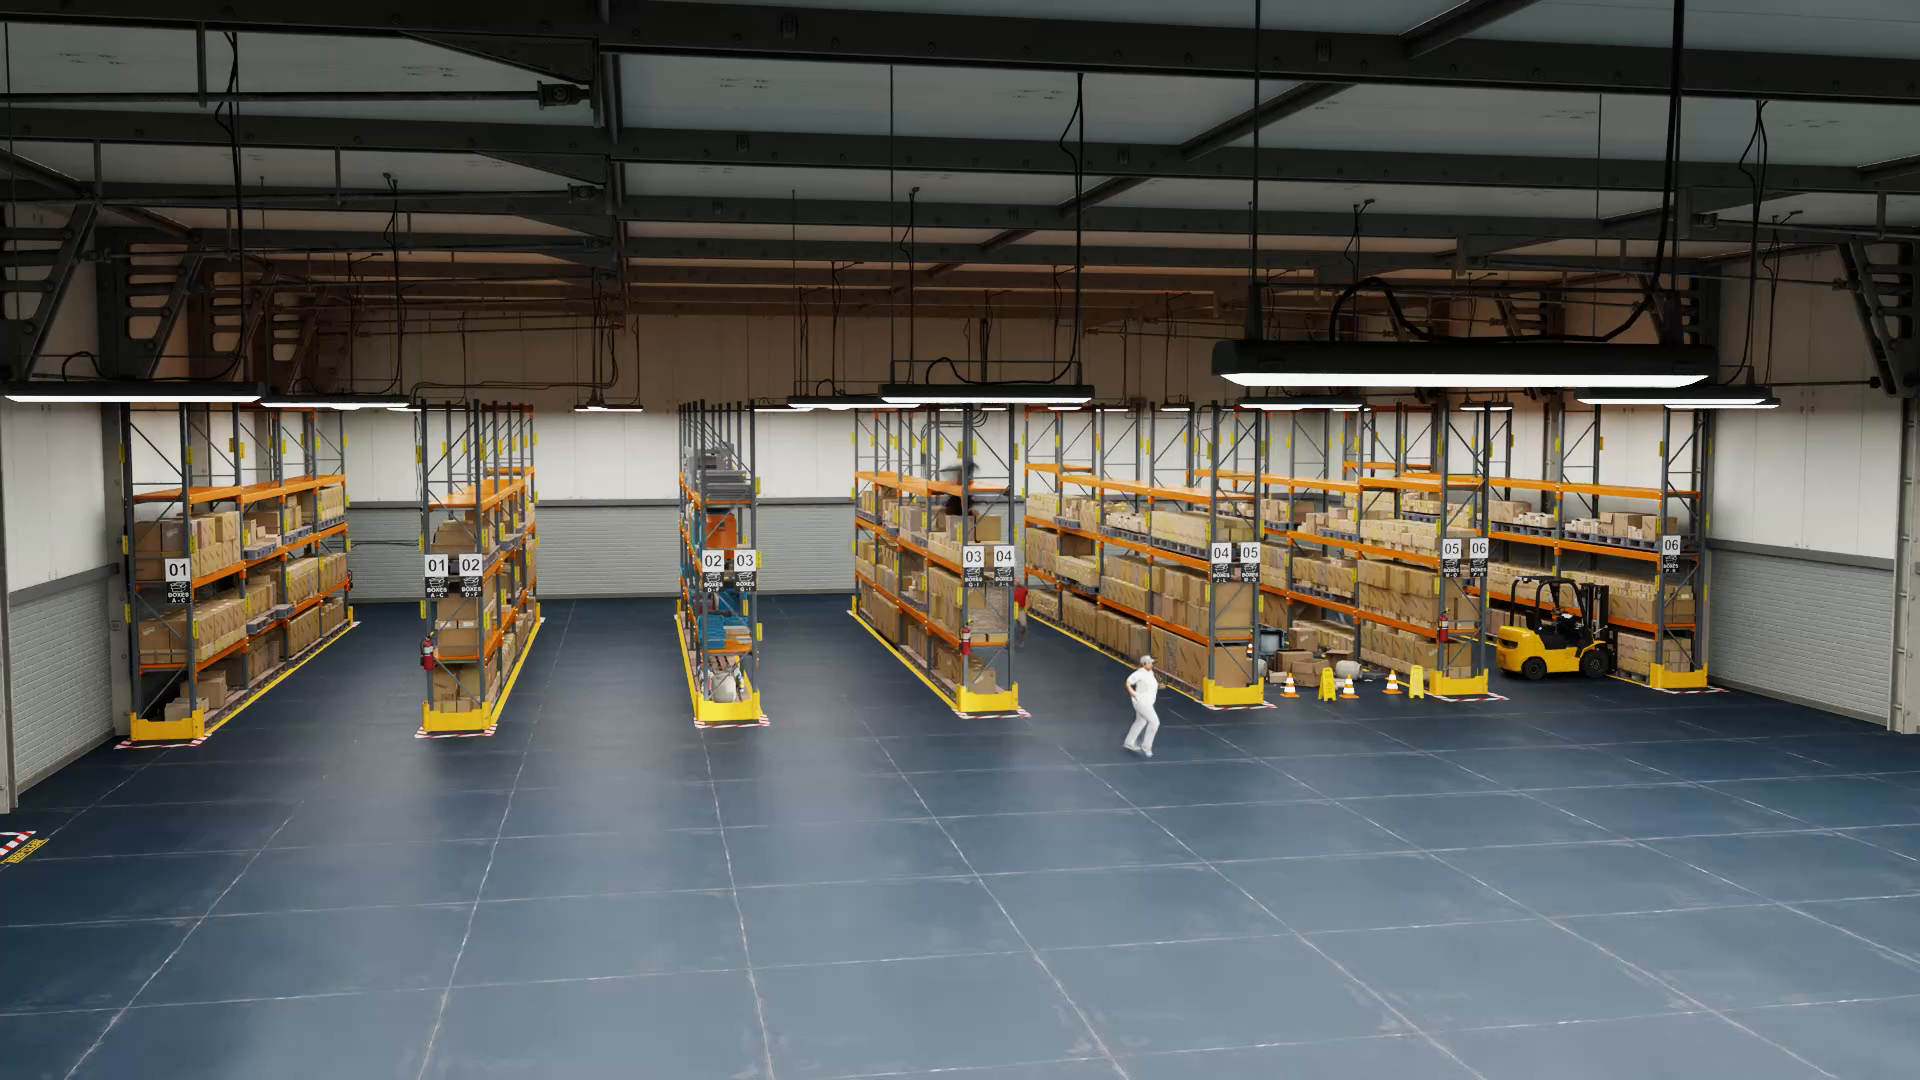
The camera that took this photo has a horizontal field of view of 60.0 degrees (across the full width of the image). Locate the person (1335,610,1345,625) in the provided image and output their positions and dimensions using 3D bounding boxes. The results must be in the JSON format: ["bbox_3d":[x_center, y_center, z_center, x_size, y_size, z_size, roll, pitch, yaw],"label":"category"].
[{"bbox_3d":[10.076,1.548,44.171,0.550,1.750,0.781,-2,5,-20],"label":"person"}]

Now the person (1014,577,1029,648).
[{"bbox_3d":[1.424,1.808,40.876,0.680,1.800,0.752,-1,4,-14],"label":"person"}]

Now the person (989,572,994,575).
[{"bbox_3d":[0.614,1.190,48.803,0.880,1.722,0.675,-4,6,-44],"label":"person"}]

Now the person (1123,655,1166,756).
[{"bbox_3d":[3.110,2.799,28.074,0.729,1.729,0.572,2,5,23],"label":"person"}]
